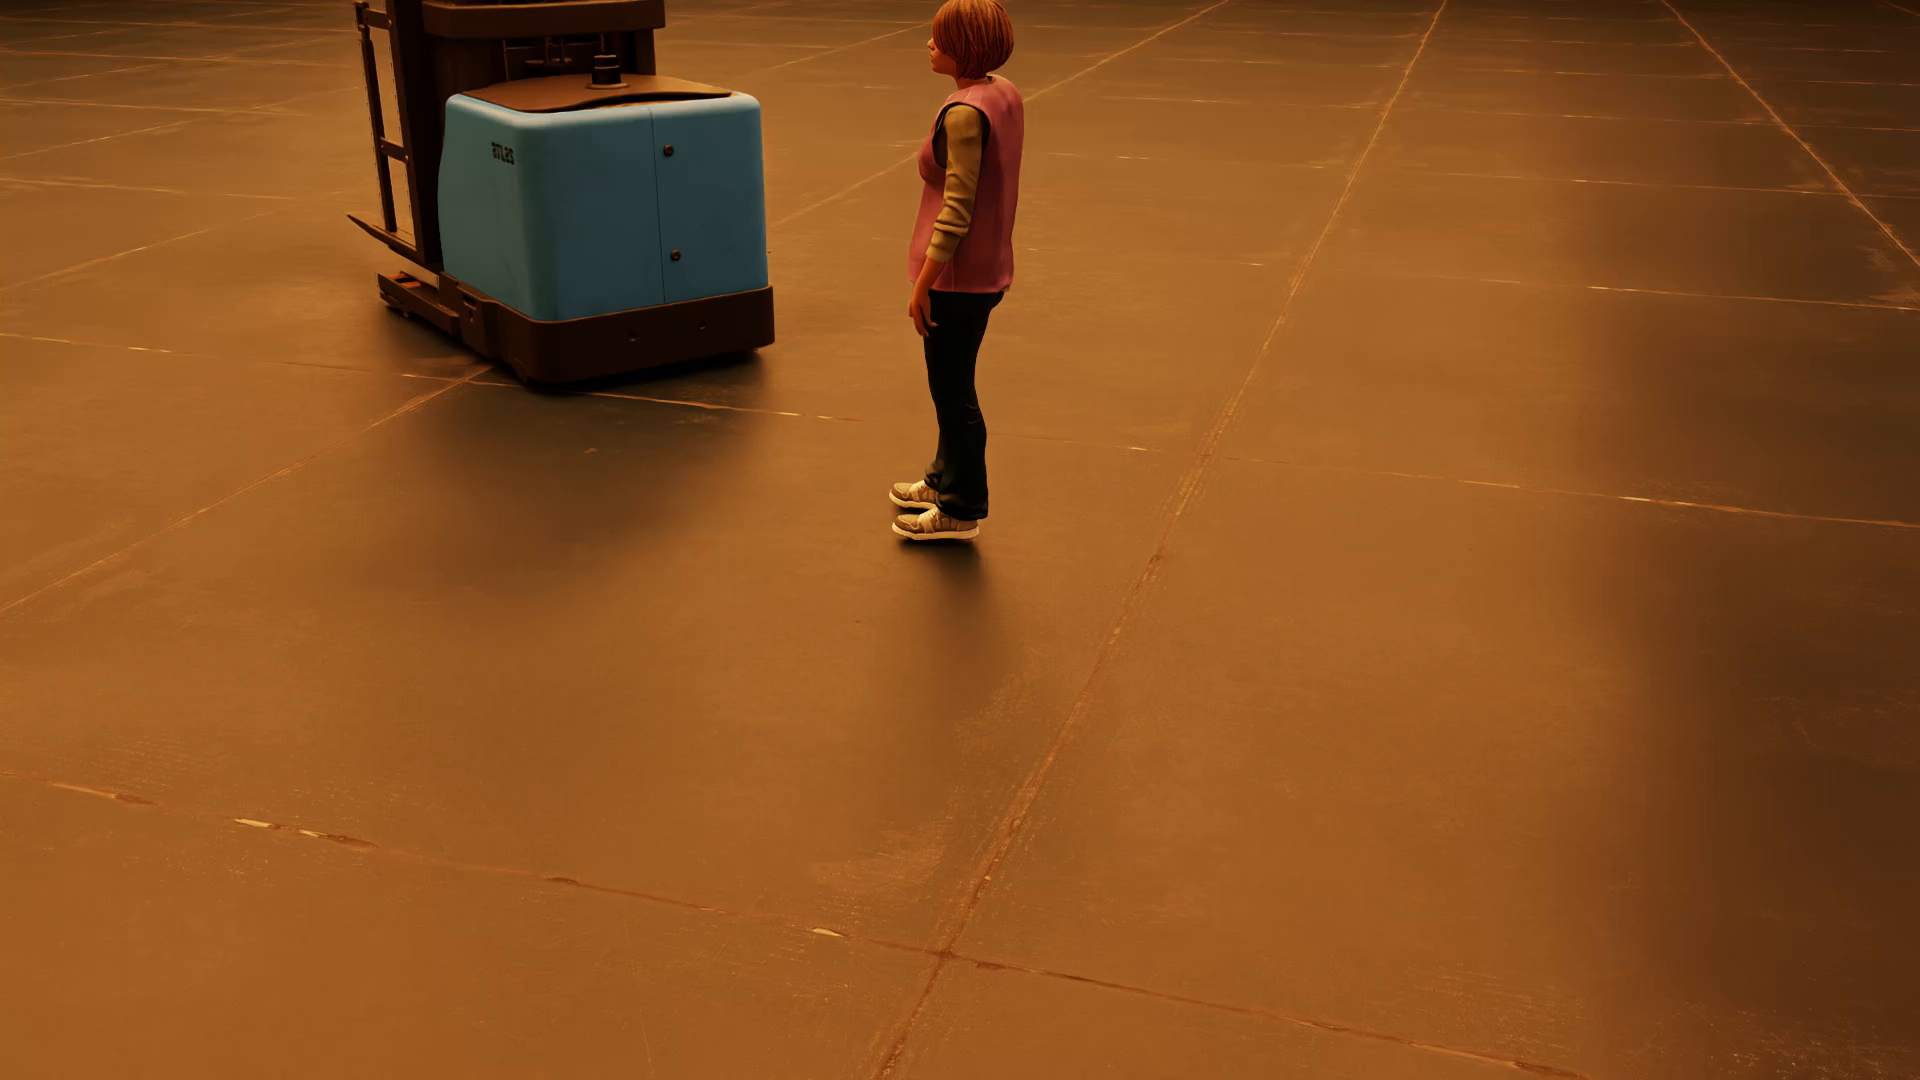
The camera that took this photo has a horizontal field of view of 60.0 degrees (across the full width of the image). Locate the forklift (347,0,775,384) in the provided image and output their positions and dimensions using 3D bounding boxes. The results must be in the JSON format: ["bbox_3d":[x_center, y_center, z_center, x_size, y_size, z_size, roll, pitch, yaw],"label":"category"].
[{"bbox_3d":[-2.040,-2.461,7.240,1.130,2.935,3.031,-15,27,-33],"label":"forklift"}]

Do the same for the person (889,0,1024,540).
[{"bbox_3d":[-0.067,-0.759,4.846,0.473,1.599,0.520,7,23,16],"label":"person"}]
